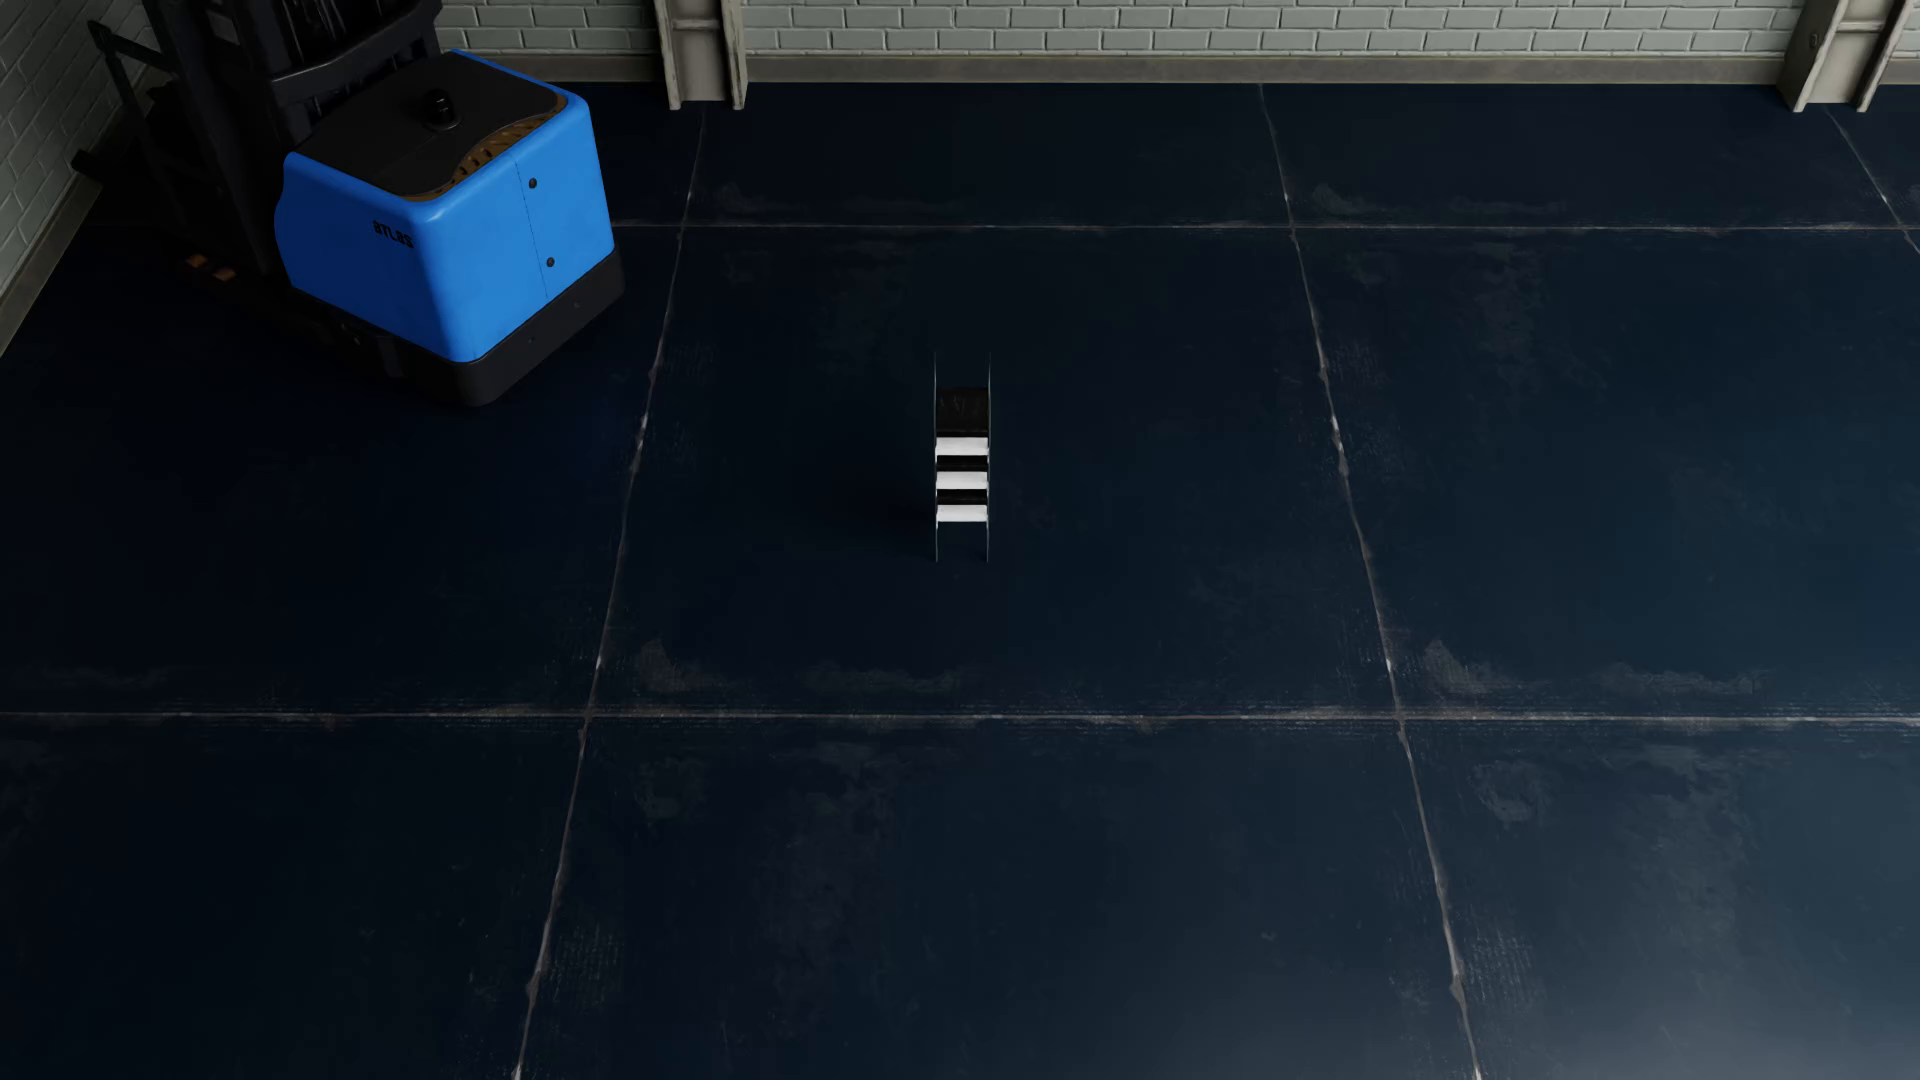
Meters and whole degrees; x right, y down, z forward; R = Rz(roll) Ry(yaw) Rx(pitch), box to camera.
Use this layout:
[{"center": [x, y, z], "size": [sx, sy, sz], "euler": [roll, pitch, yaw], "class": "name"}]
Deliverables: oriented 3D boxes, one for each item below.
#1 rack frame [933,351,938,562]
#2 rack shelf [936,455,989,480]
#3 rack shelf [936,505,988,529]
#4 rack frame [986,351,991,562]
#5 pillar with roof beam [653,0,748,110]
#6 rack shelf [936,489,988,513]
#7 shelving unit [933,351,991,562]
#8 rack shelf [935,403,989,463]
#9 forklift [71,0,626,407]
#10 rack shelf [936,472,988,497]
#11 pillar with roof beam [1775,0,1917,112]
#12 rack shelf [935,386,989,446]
[{"center": [-0.094, -0.307, 6.421], "size": [0.006, 0.900, 0.240], "euler": [0, 47, 0], "class": "rack frame"}, {"center": [0.008, -0.345, 6.379], "size": [0.200, 0.077, 0.258], "euler": [0, 47, 0], "class": "rack shelf"}, {"center": [0.008, -0.161, 6.577], "size": [0.200, 0.077, 0.258], "euler": [0, 47, 0], "class": "rack shelf"}, {"center": [0.110, -0.306, 6.420], "size": [0.006, 0.900, 0.240], "euler": [0, 47, 0], "class": "rack frame"}, {"center": [-1.374, -2.329, 2.770], "size": [0.400, 9.000, 9.100], "euler": [0, 47, 0], "class": "pillar with roof beam"}, {"center": [0.008, -0.223, 6.511], "size": [0.200, 0.077, 0.258], "euler": [0, 47, 0], "class": "rack shelf"}, {"center": [0.008, -0.307, 6.421], "size": [0.210, 0.900, 0.258], "euler": [0, 47, 0], "class": "shelving unit"}, {"center": [0.008, -0.406, 6.313], "size": [0.200, 0.077, 0.258], "euler": [0, 47, 0], "class": "rack shelf"}, {"center": [-3.078, -2.408, 6.989], "size": [3.031, 2.935, 1.130], "euler": [25, 52, 21], "class": "forklift"}, {"center": [0.008, -0.284, 6.445], "size": [0.200, 0.077, 0.258], "euler": [0, 47, 0], "class": "rack shelf"}, {"center": [4.626, -2.313, 2.755], "size": [0.400, 9.000, 9.100], "euler": [0, 47, 0], "class": "pillar with roof beam"}, {"center": [0.008, -0.468, 6.247], "size": [0.200, 0.077, 0.258], "euler": [0, 47, 0], "class": "rack shelf"}]
